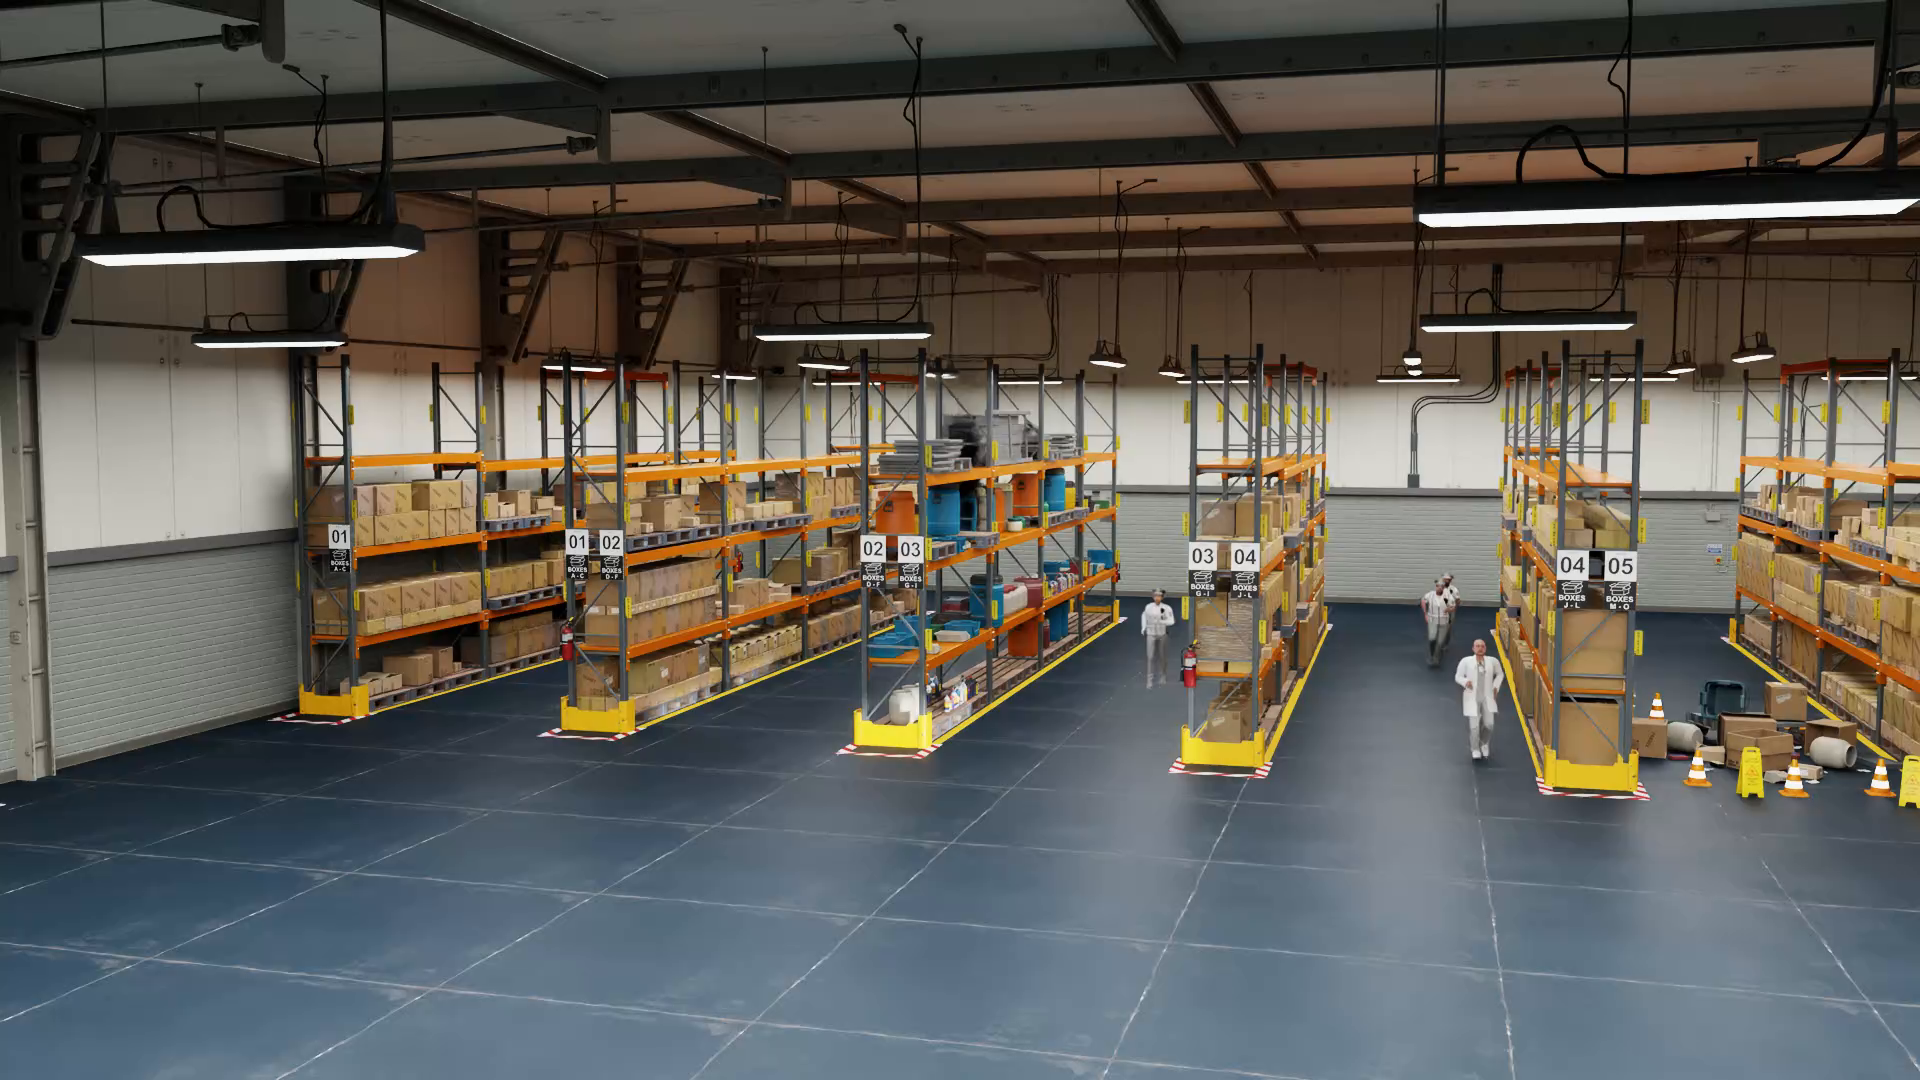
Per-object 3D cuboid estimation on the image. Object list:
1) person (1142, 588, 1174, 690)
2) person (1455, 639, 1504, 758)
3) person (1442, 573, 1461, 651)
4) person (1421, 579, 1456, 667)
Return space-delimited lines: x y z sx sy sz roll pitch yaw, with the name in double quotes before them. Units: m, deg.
"person" 3.414 1.680 28.777 0.599 1.719 0.788 1 4 15
"person" 7.544 2.316 24.109 0.698 1.735 0.633 1 4 11
"person" 10.295 1.527 35.182 0.559 1.667 0.584 2 5 19
"person" 9.525 1.652 33.088 0.647 1.785 0.756 1 4 10
